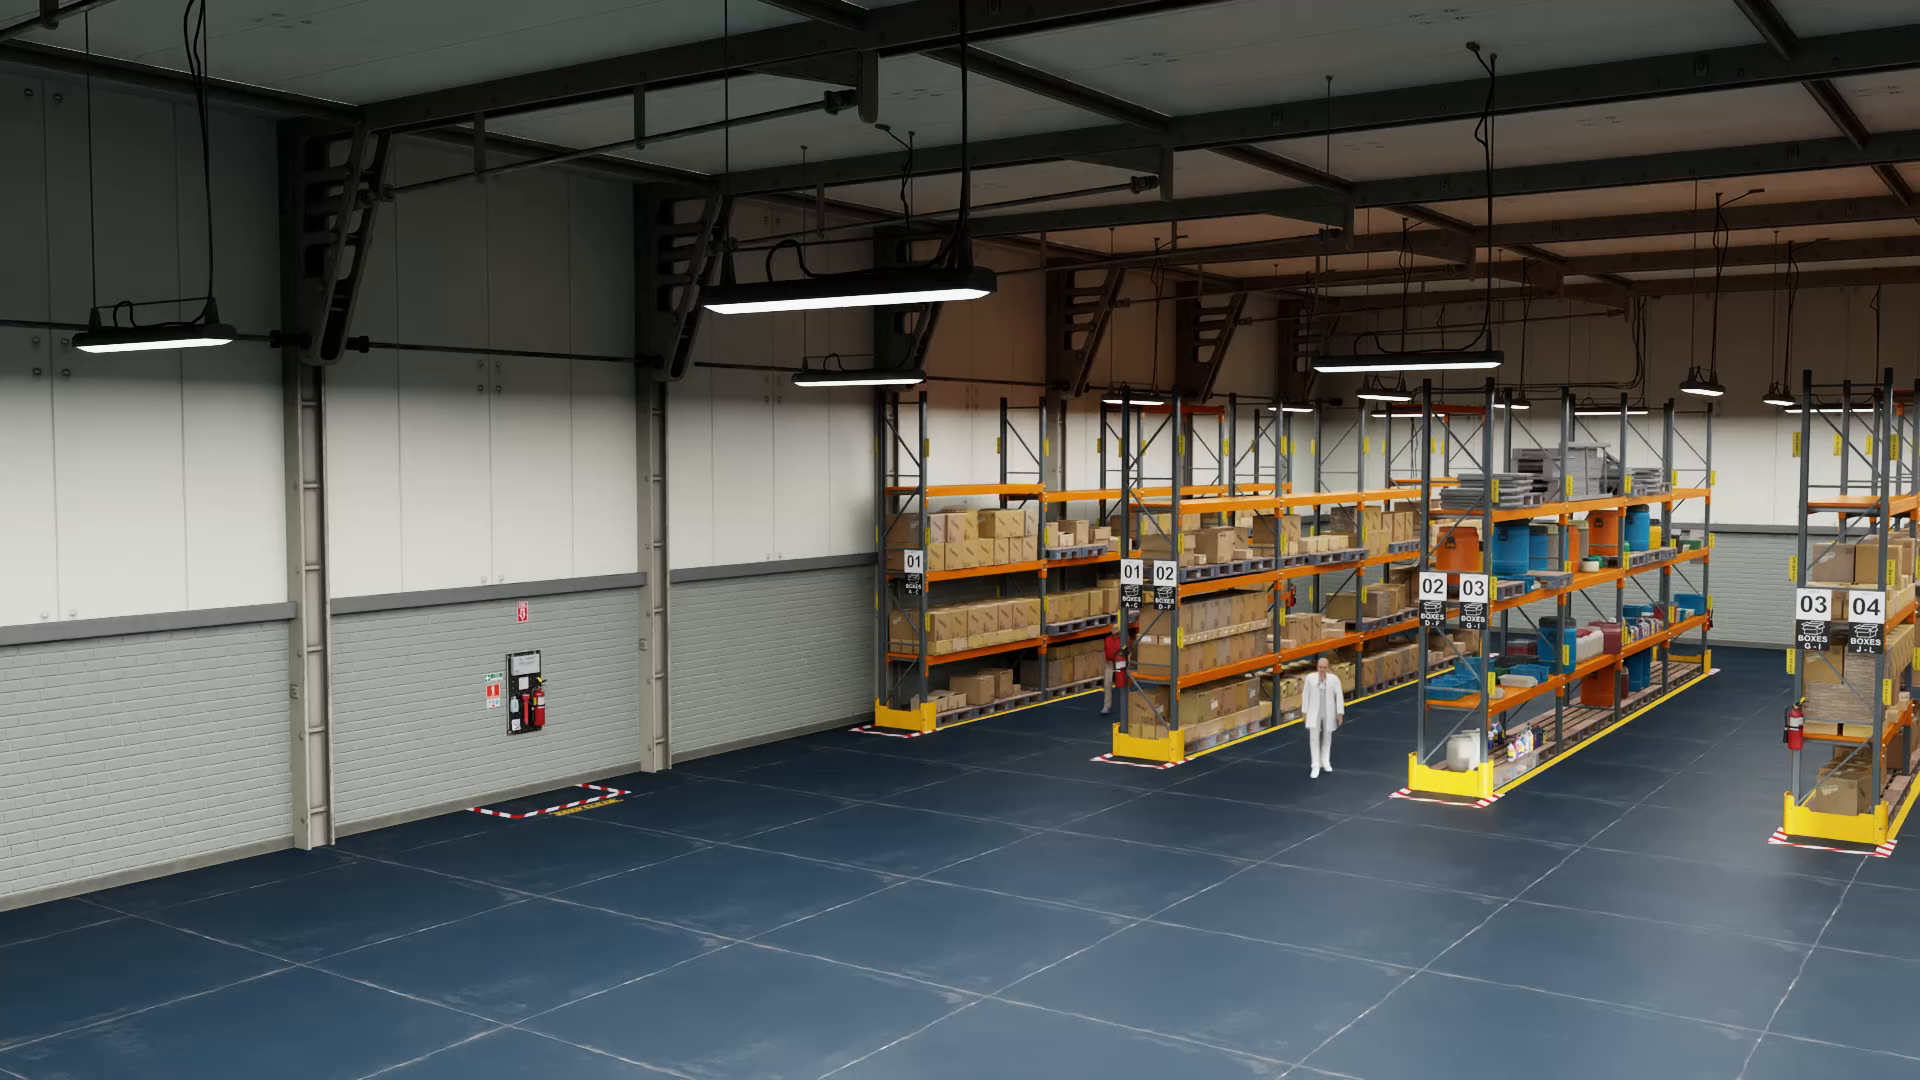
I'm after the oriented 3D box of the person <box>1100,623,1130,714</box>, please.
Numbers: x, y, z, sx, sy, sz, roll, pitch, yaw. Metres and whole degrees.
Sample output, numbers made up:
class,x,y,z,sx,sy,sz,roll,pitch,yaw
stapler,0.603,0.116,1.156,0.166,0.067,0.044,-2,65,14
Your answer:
class,x,y,z,sx,sy,sz,roll,pitch,yaw
person,2.960,2.403,31.391,0.541,1.668,1.054,1,3,19

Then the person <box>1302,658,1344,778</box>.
class,x,y,z,sx,sy,sz,roll,pitch,yaw
person,5.568,2.709,25.513,0.631,1.813,0.705,1,3,9
